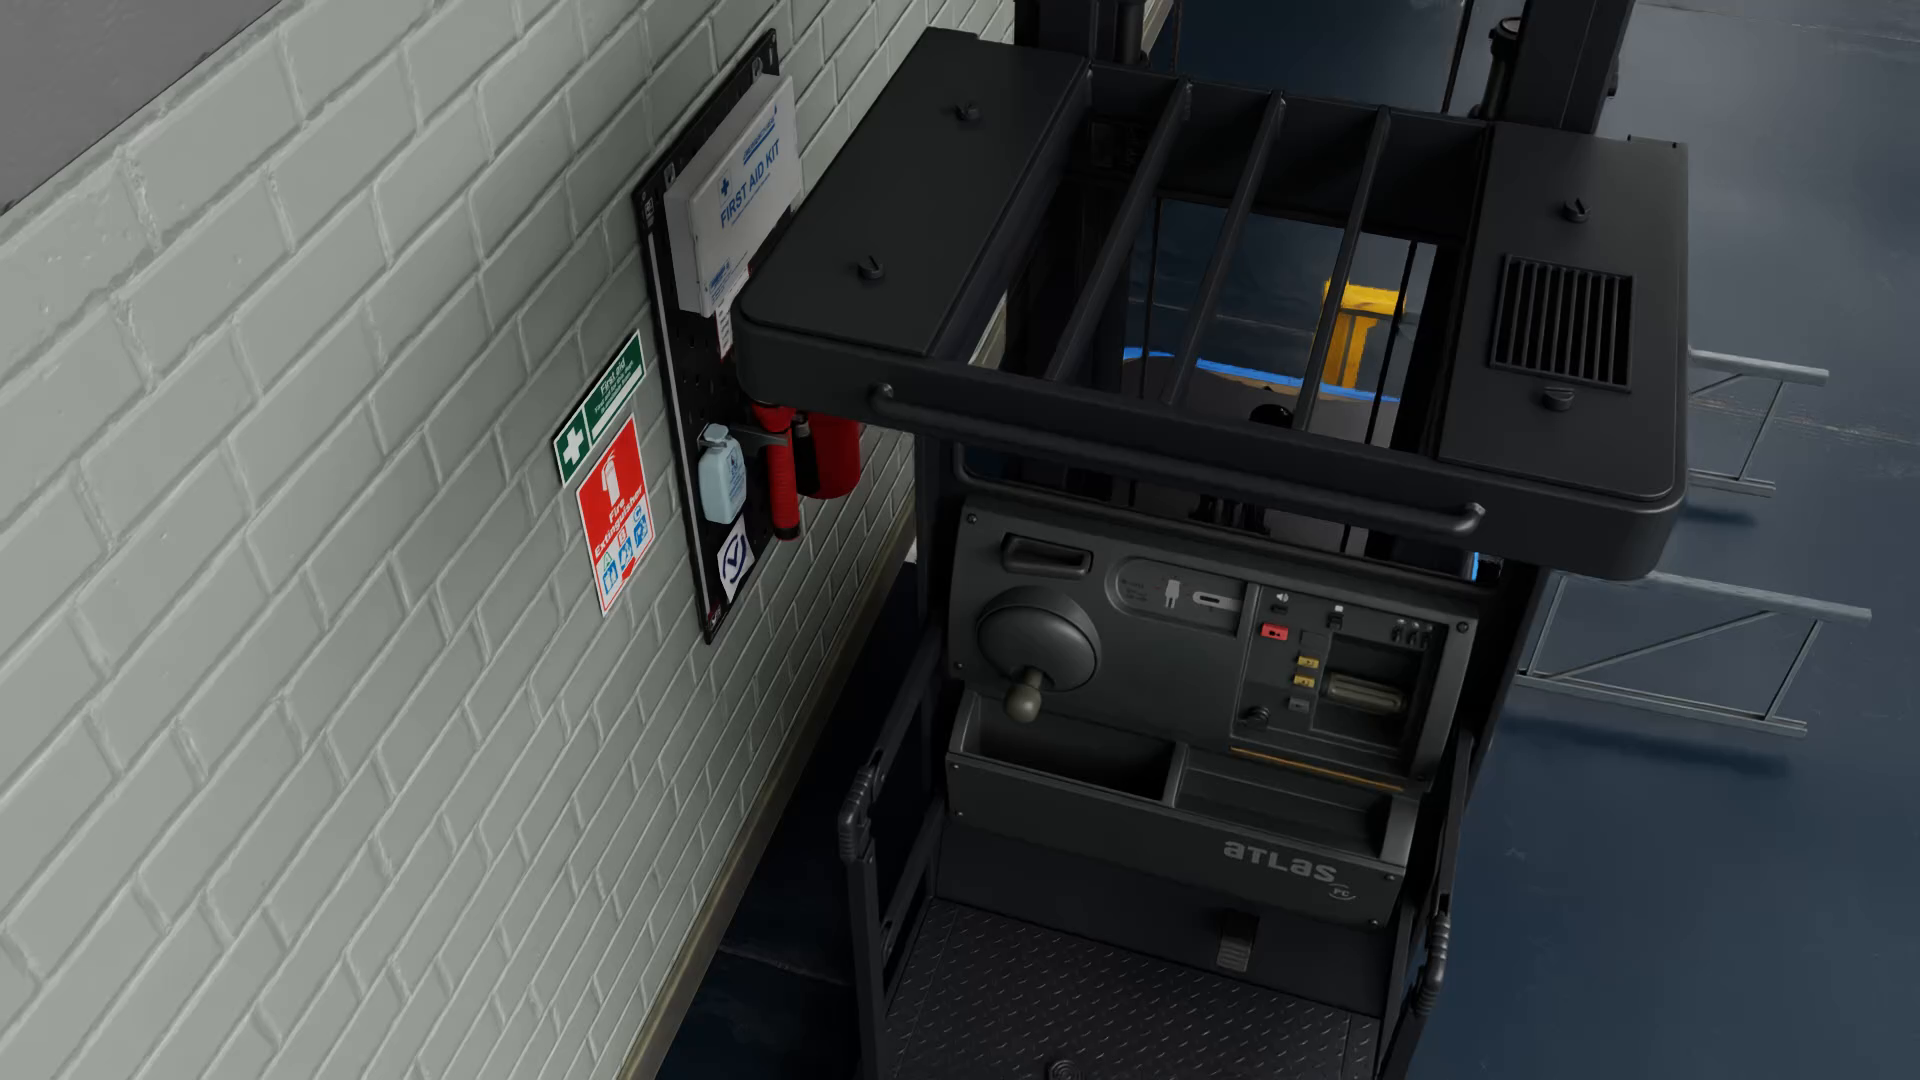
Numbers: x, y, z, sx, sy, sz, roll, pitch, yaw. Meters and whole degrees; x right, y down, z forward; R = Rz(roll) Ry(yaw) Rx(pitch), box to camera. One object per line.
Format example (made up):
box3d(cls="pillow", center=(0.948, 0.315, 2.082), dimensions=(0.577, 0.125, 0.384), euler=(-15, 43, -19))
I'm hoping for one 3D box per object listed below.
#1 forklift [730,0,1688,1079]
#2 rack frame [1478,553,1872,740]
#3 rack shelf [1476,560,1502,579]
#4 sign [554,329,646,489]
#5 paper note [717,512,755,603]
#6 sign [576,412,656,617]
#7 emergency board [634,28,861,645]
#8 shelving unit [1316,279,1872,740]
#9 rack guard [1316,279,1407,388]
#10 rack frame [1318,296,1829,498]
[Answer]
box3d(cls="forklift", center=(0.372, 0.289, 2.860), dimensions=(1.130, 2.935, 3.031), euler=(13, 46, 13))
box3d(cls="rack frame", center=(1.612, 0.231, 4.576), dimensions=(1.500, 0.500, 0.032), euler=(11, 45, 10))
box3d(cls="rack shelf", center=(1.567, -0.146, 4.960), dimensions=(0.185, 0.538, 1.000), euler=(11, 45, 10))
box3d(cls="sign", center=(-0.633, -0.236, 2.942), dimensions=(0.001, 0.109, 0.331), euler=(13, 46, 13))
box3d(cls="paper note", center=(-0.496, 0.039, 3.695), dimensions=(0.016, 0.148, 0.142), euler=(13, 46, 13))
box3d(cls="sign", center=(-0.643, -0.045, 3.126), dimensions=(0.001, 0.329, 0.234), euler=(13, 46, 13))
box3d(cls="emergency board", center=(-0.377, -0.379, 3.493), dimensions=(0.194, 1.169, 0.643), euler=(13, 46, 13))
box3d(cls="shelving unit", center=(1.744, -0.119, 4.934), dimensions=(1.500, 0.587, 1.083), euler=(11, 45, 10))
box3d(cls="rack guard", center=(1.265, -0.569, 5.390), dimensions=(0.250, 0.587, 0.087), euler=(11, 45, 10))
box3d(cls="rack frame", center=(1.870, -0.457, 5.279), dimensions=(1.500, 0.500, 0.032), euler=(11, 45, 10))
